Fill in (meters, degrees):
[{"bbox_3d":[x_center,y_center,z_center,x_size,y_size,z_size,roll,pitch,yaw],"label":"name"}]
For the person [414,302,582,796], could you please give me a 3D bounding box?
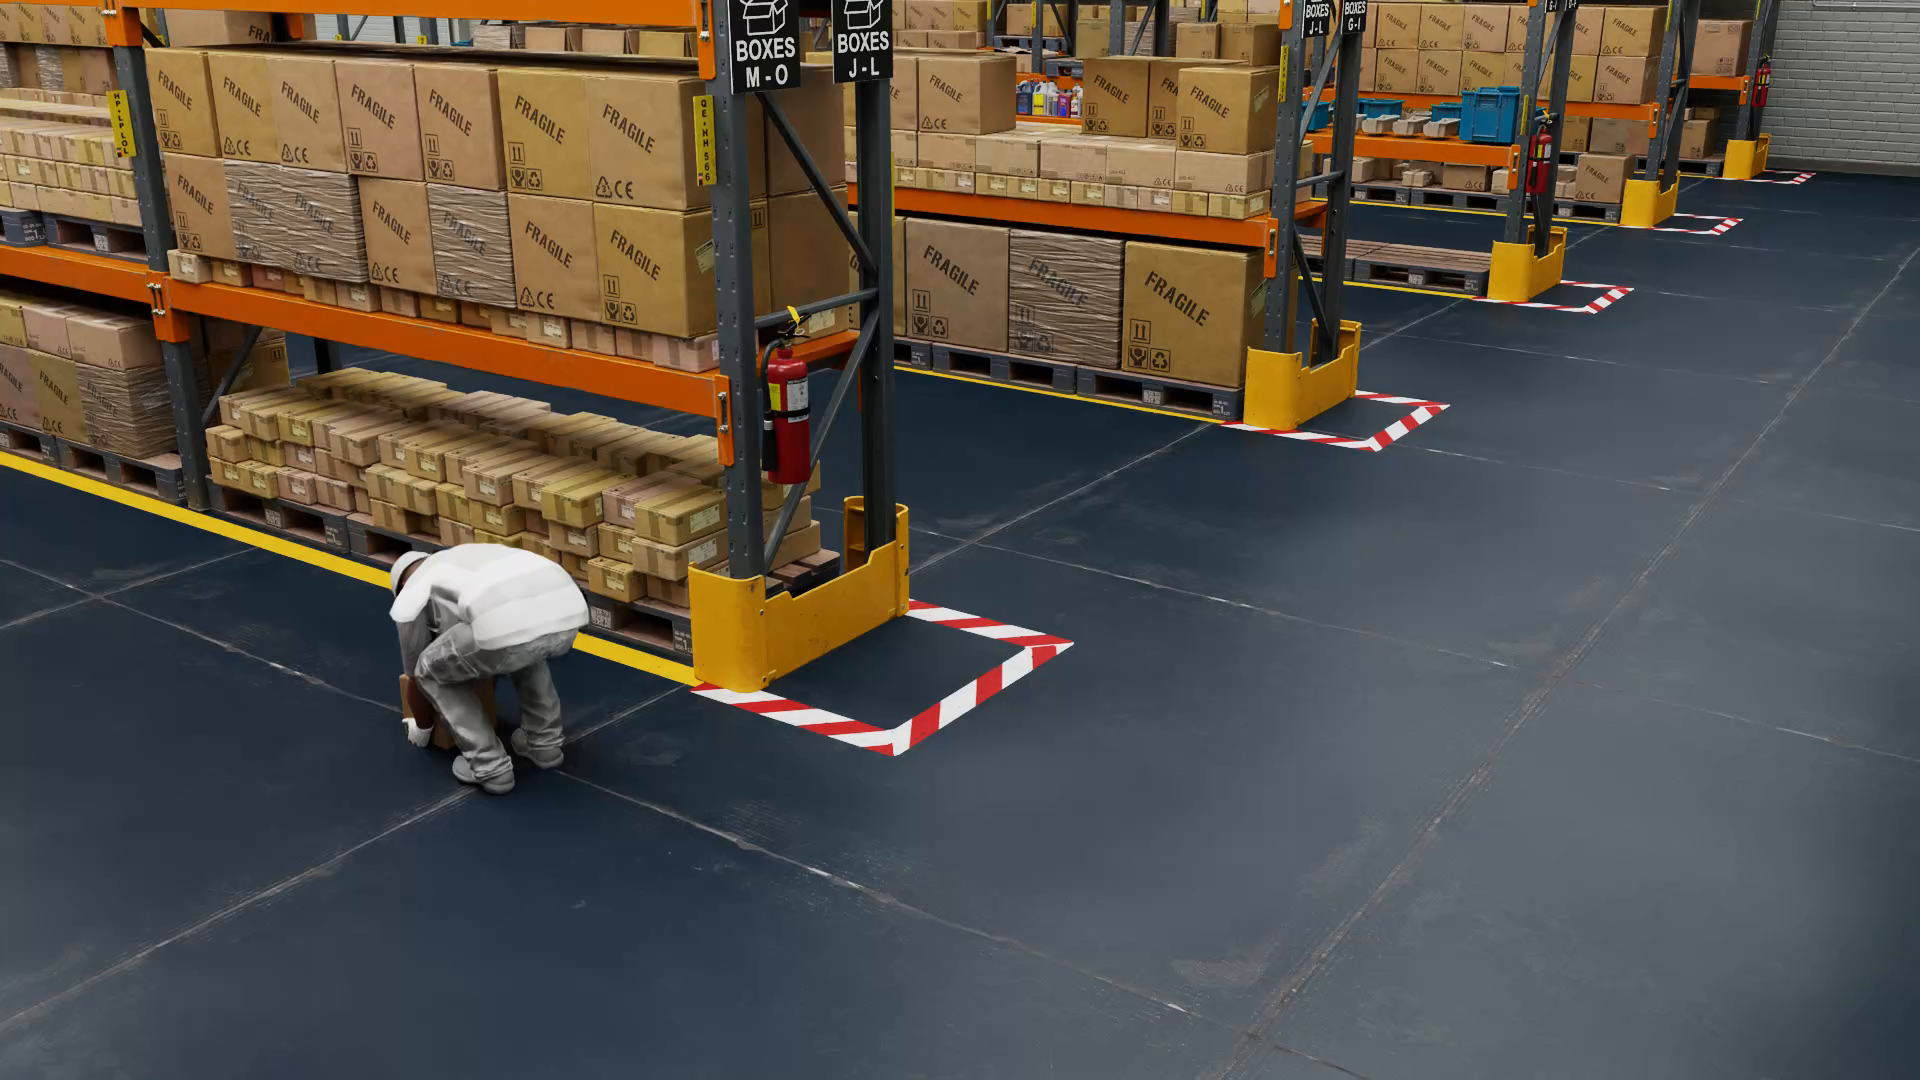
[{"bbox_3d":[-1.676,0.029,5.953,0.483,1.788,0.552,18,26,41],"label":"person"}]
